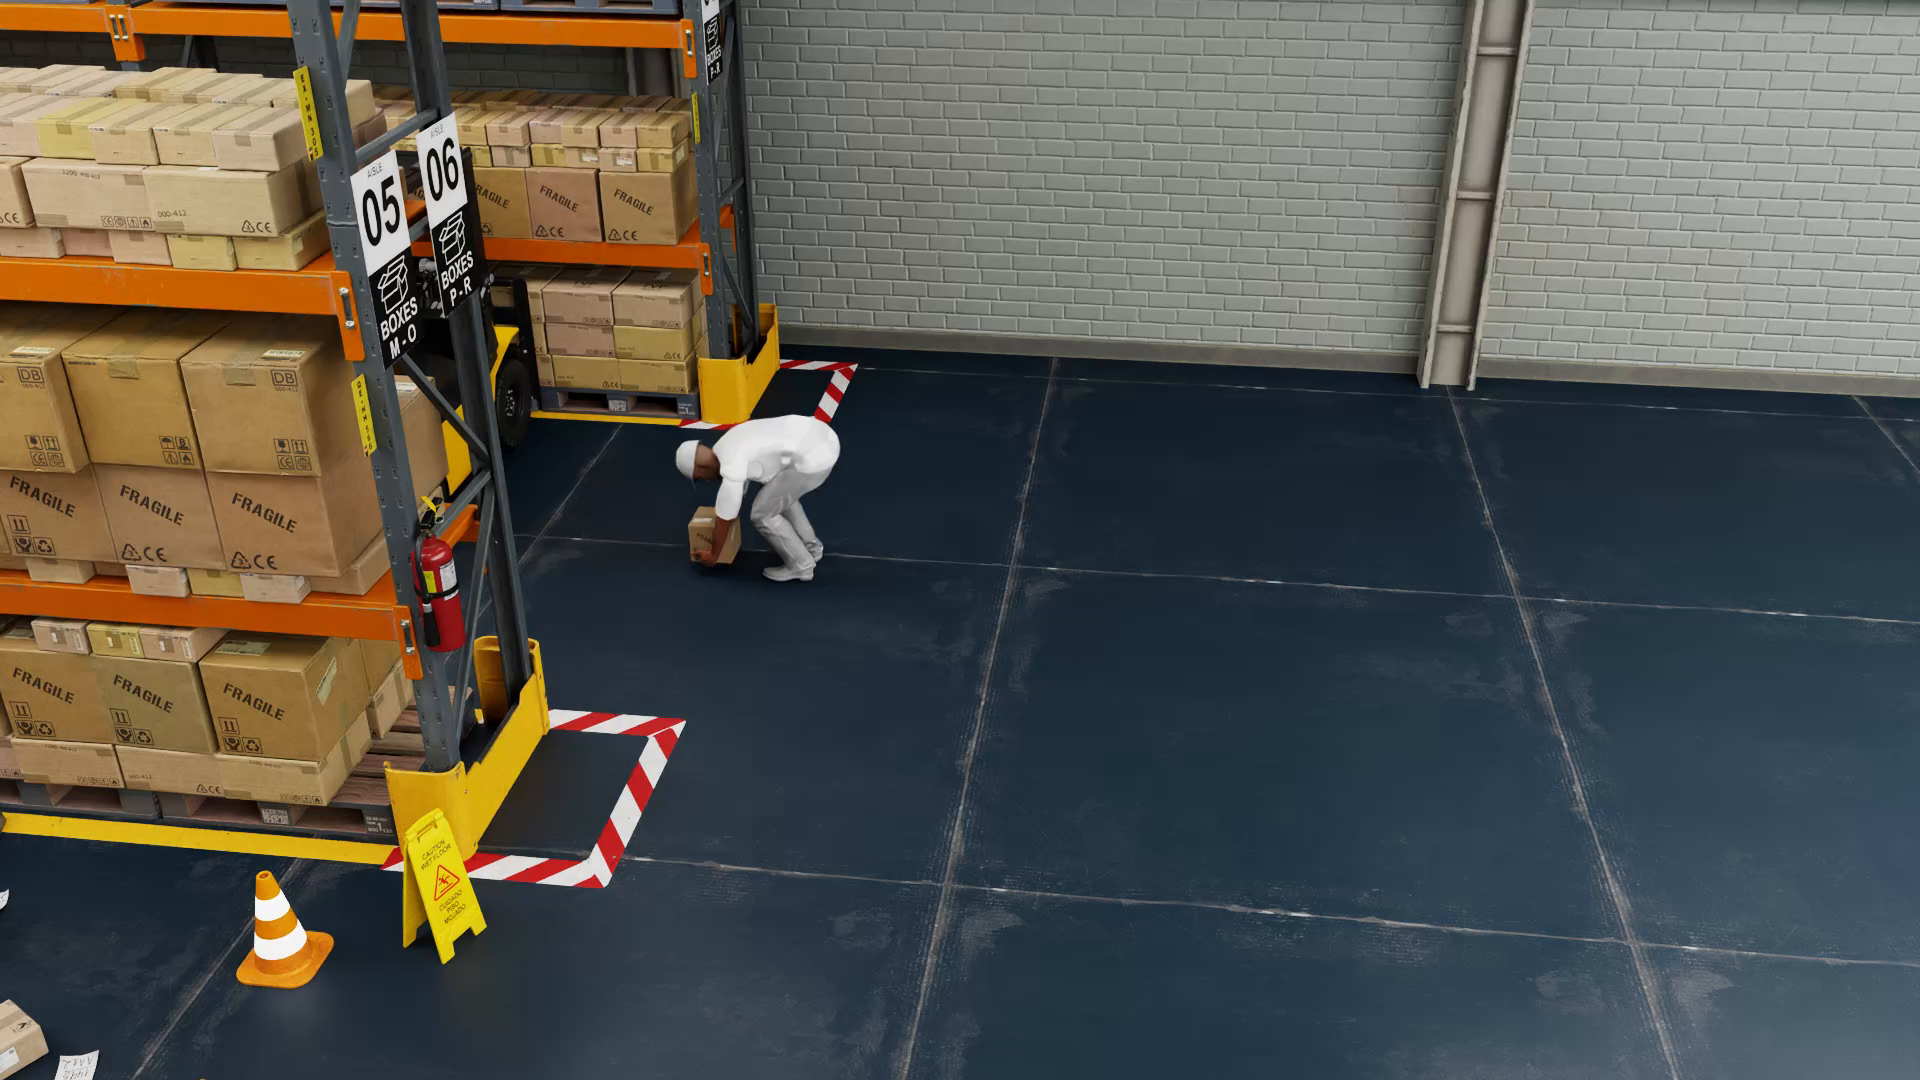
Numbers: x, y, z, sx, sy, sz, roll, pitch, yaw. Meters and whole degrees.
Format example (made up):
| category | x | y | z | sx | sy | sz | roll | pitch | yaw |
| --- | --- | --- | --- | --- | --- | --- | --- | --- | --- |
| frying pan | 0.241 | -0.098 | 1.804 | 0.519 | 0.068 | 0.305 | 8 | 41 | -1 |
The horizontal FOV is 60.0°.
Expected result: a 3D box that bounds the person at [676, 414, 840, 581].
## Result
| category | x | y | z | sx | sy | sz | roll | pitch | yaw |
| --- | --- | --- | --- | --- | --- | --- | --- | --- | --- |
| person | -1.197 | -0.271 | 9.930 | 0.974 | 0.979 | 0.502 | 2 | 28 | 4 |
